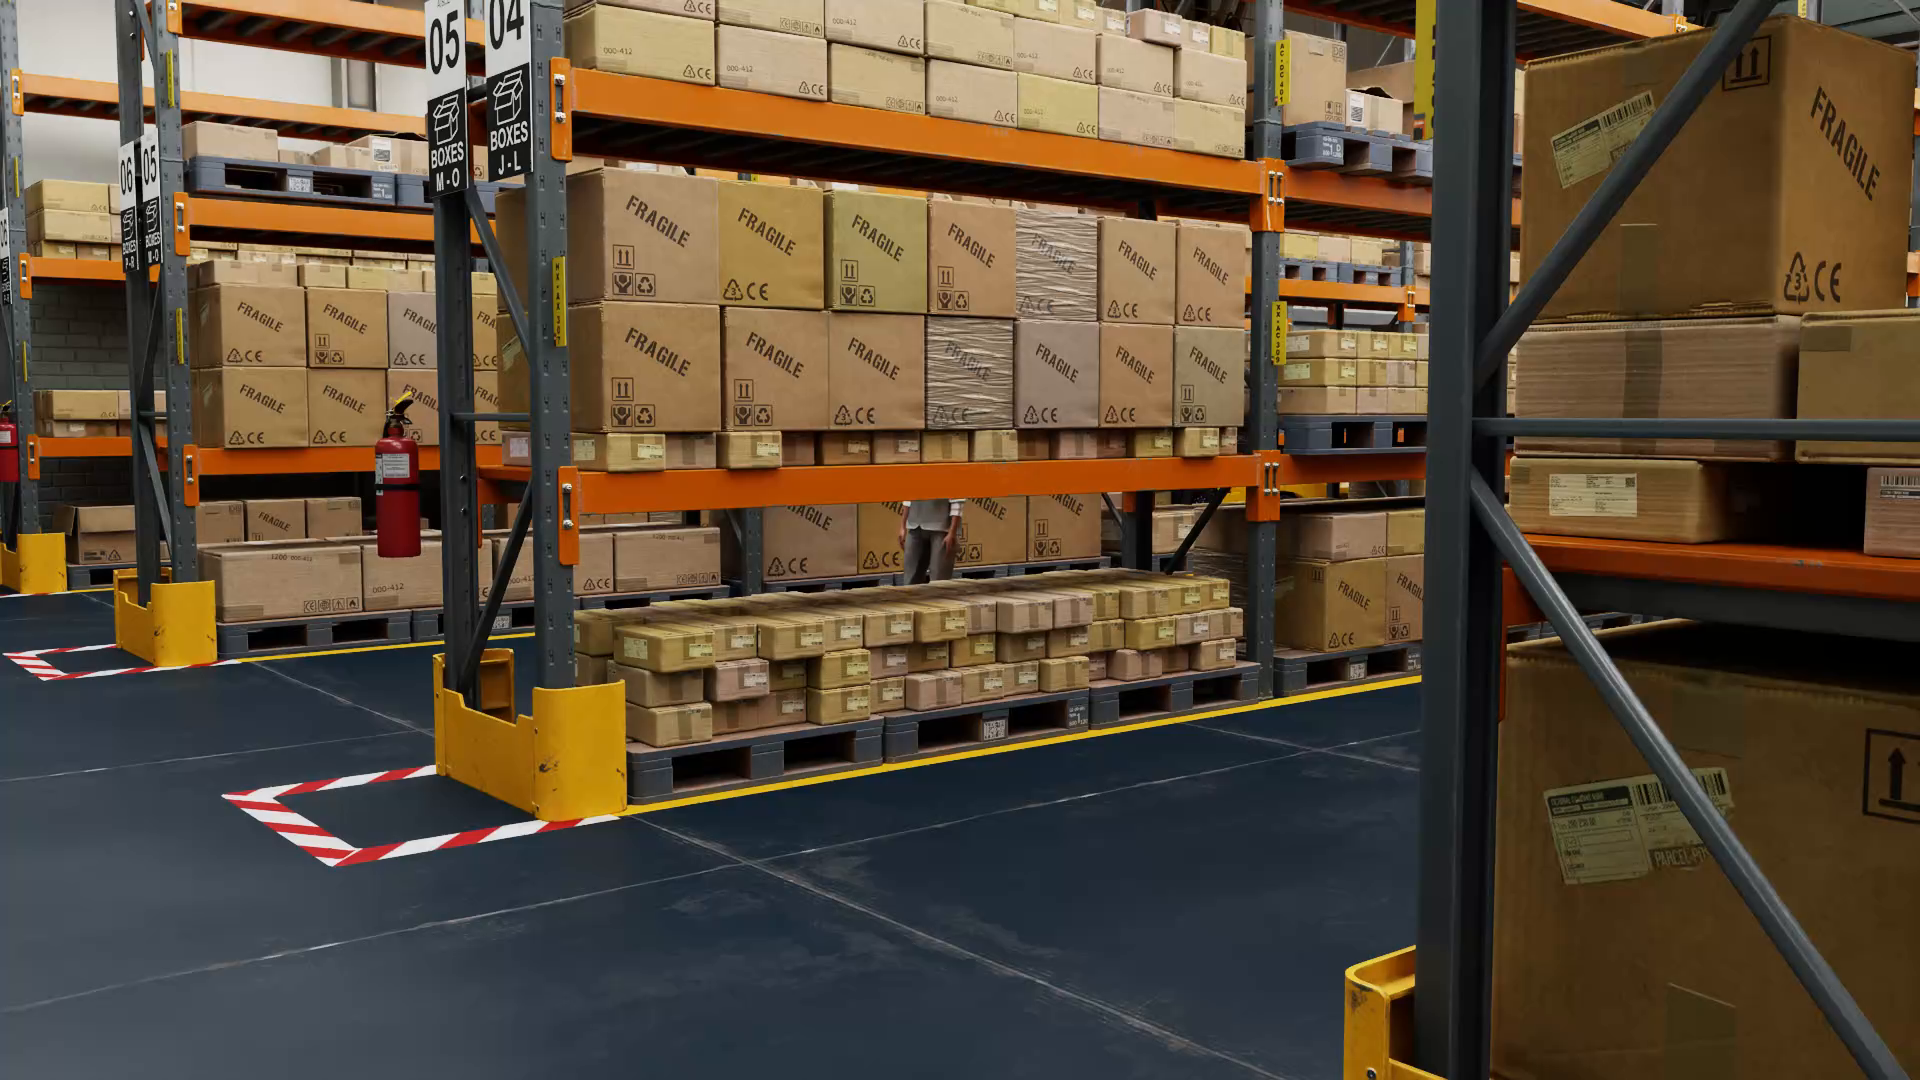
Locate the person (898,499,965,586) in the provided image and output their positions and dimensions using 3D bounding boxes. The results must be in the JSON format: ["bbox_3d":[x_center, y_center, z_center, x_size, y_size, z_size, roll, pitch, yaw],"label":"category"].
[{"bbox_3d":[-0.174,-0.023,9.856,0.461,1.581,0.345,4,6,41],"label":"person"}]
